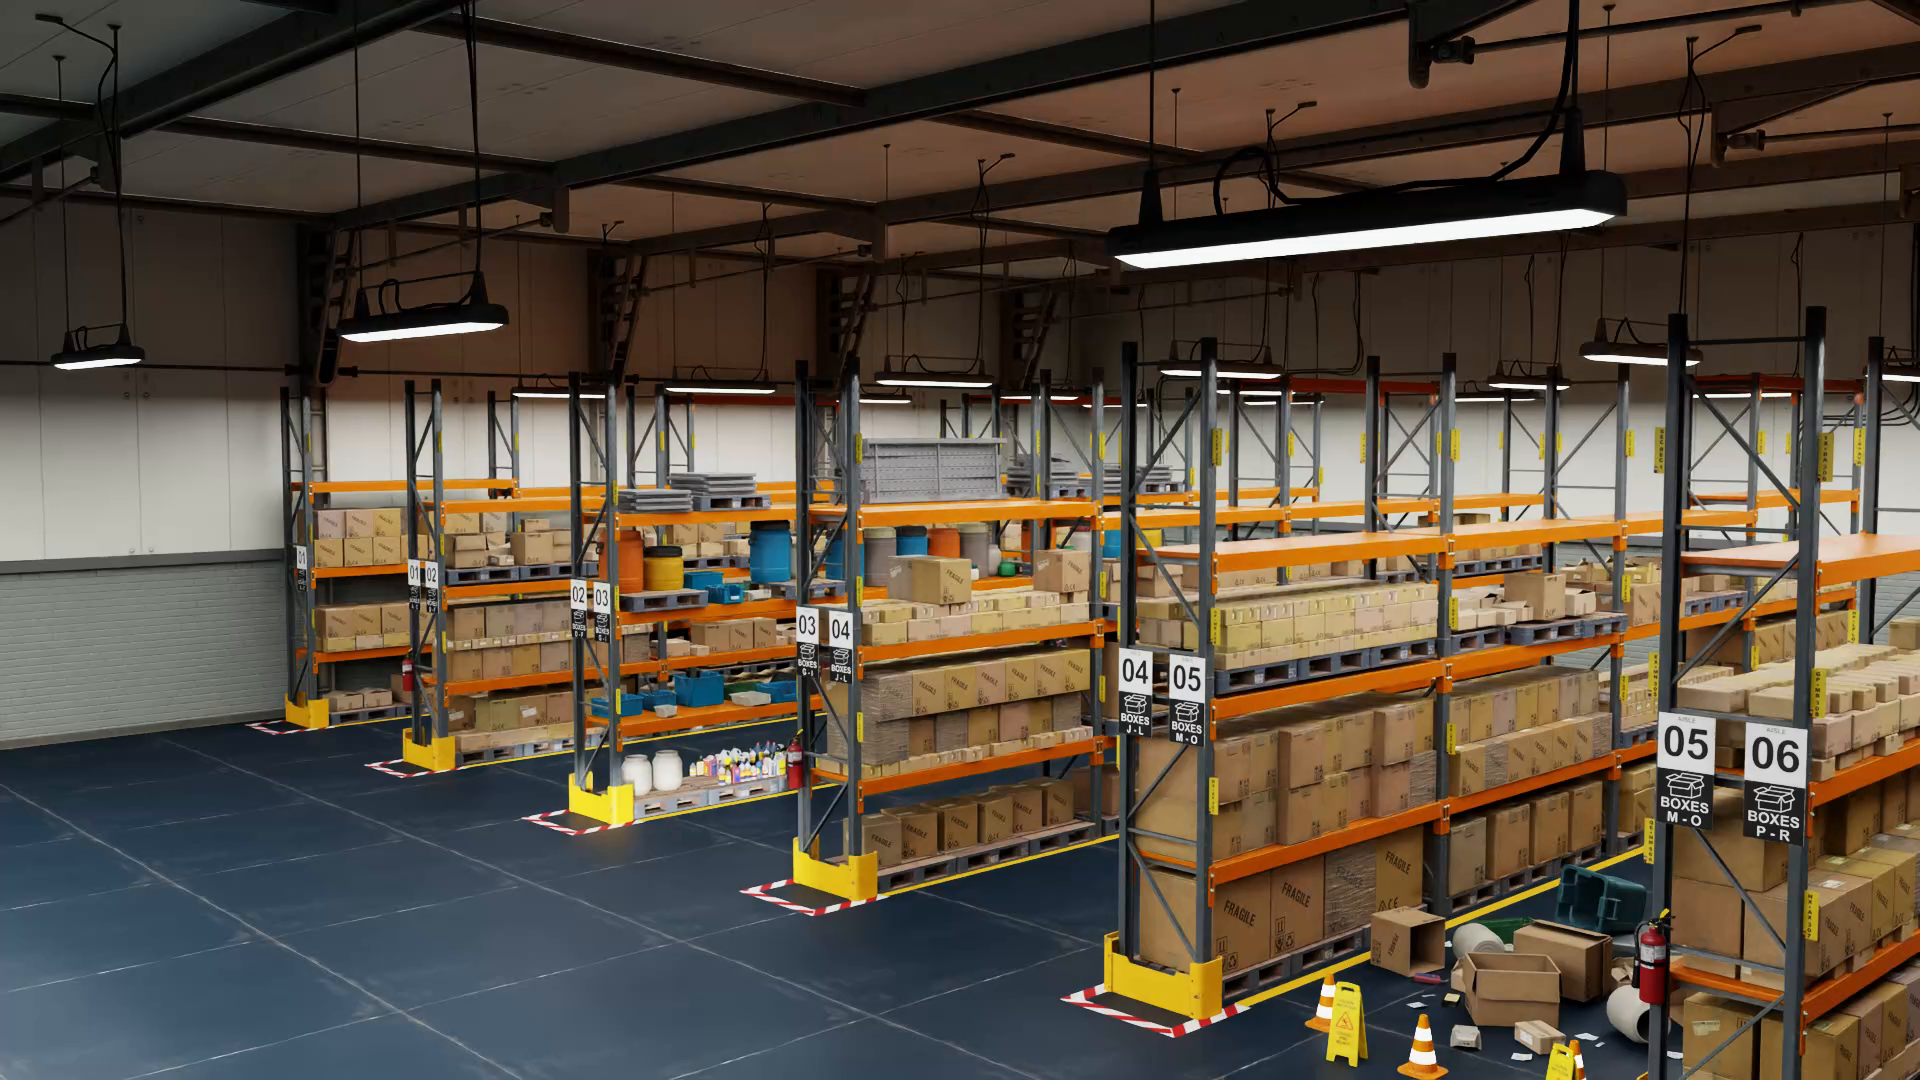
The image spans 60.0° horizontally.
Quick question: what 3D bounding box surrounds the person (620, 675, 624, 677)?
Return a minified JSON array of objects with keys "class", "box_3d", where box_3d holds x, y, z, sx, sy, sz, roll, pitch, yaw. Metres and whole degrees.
[{"class":"person","box_3d":[-6.405,2.307,30.826,0.616,1.789,0.528,-1,4,-9]}]
